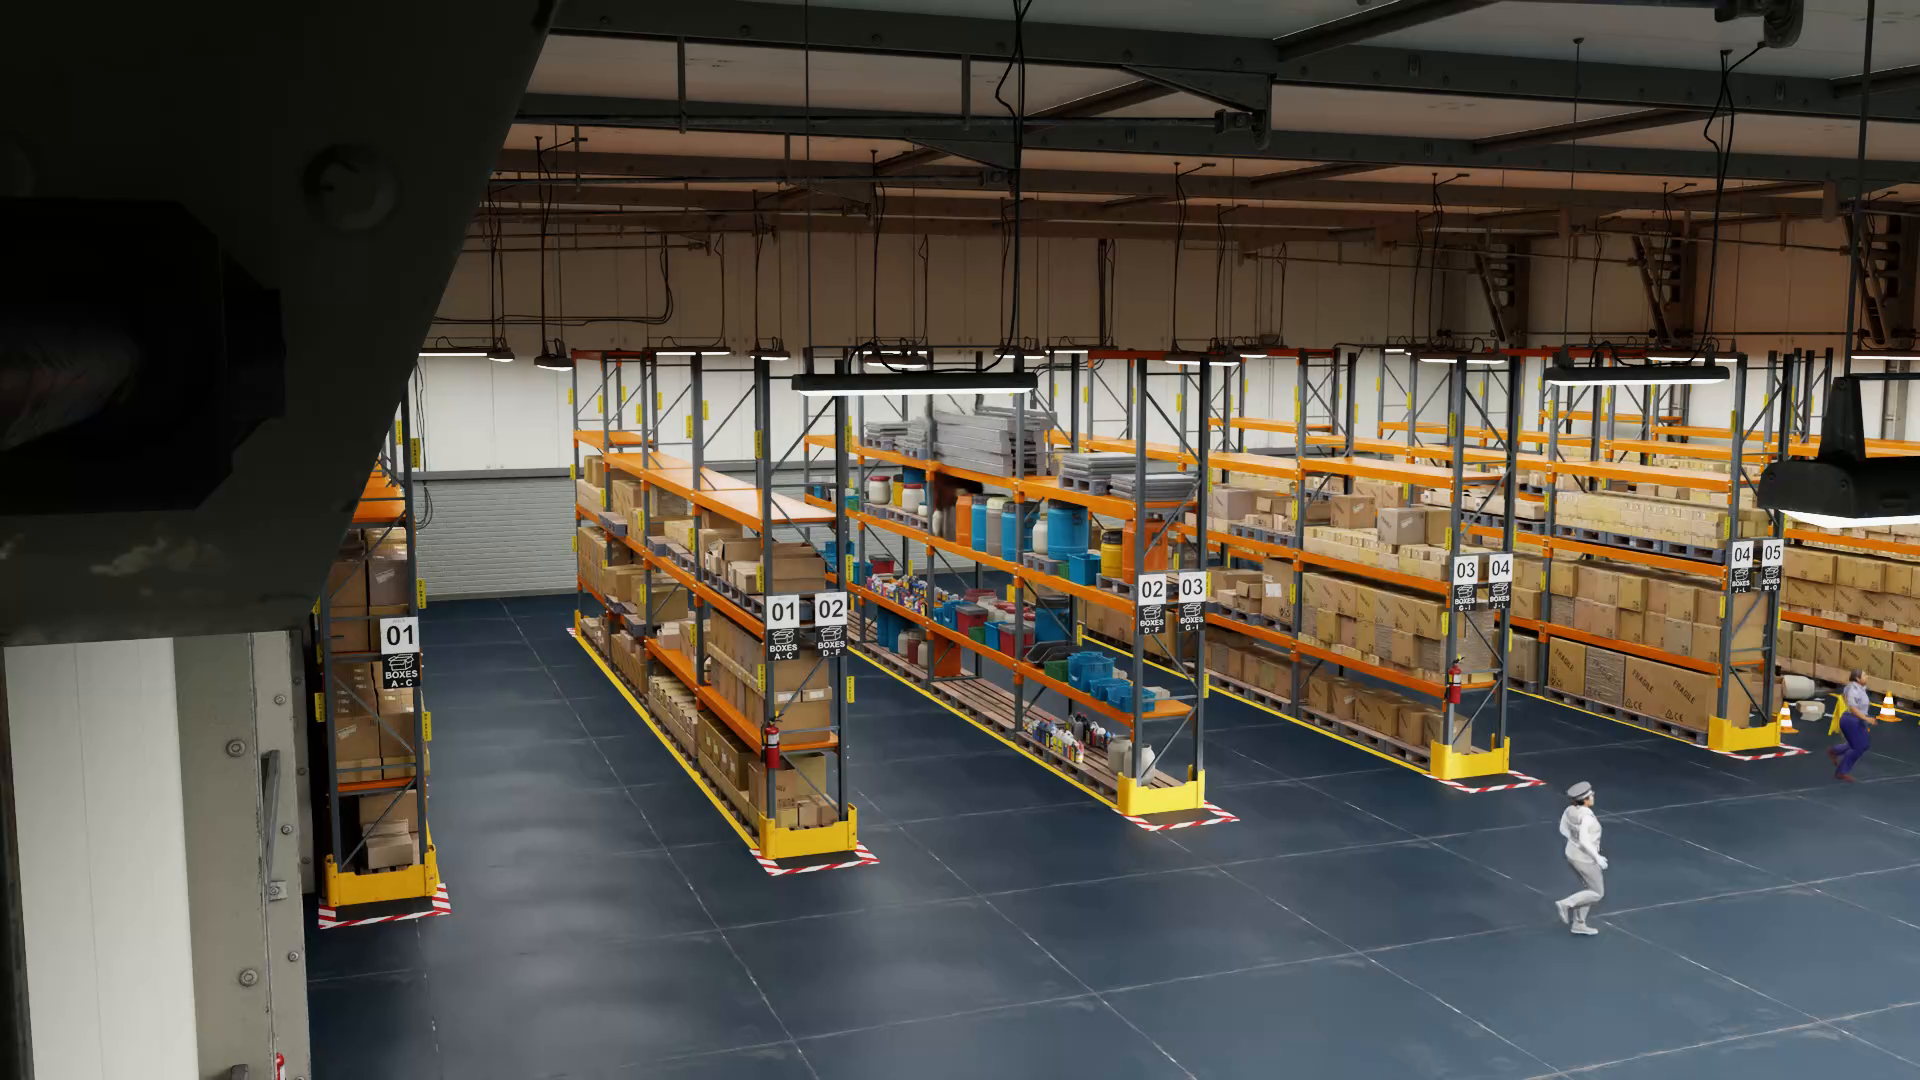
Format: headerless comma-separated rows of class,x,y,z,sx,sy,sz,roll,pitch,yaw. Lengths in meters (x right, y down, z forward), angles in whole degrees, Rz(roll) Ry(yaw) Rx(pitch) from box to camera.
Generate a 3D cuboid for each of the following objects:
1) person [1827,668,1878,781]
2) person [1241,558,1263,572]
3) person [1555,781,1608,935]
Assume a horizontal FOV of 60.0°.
person,12.711,2.645,23.684,0.619,1.556,0.638,4,8,28
person,7.391,0.257,41.896,0.806,1.828,0.666,-3,8,-20
person,6.515,3.352,17.502,0.555,1.657,0.615,-1,7,-7
